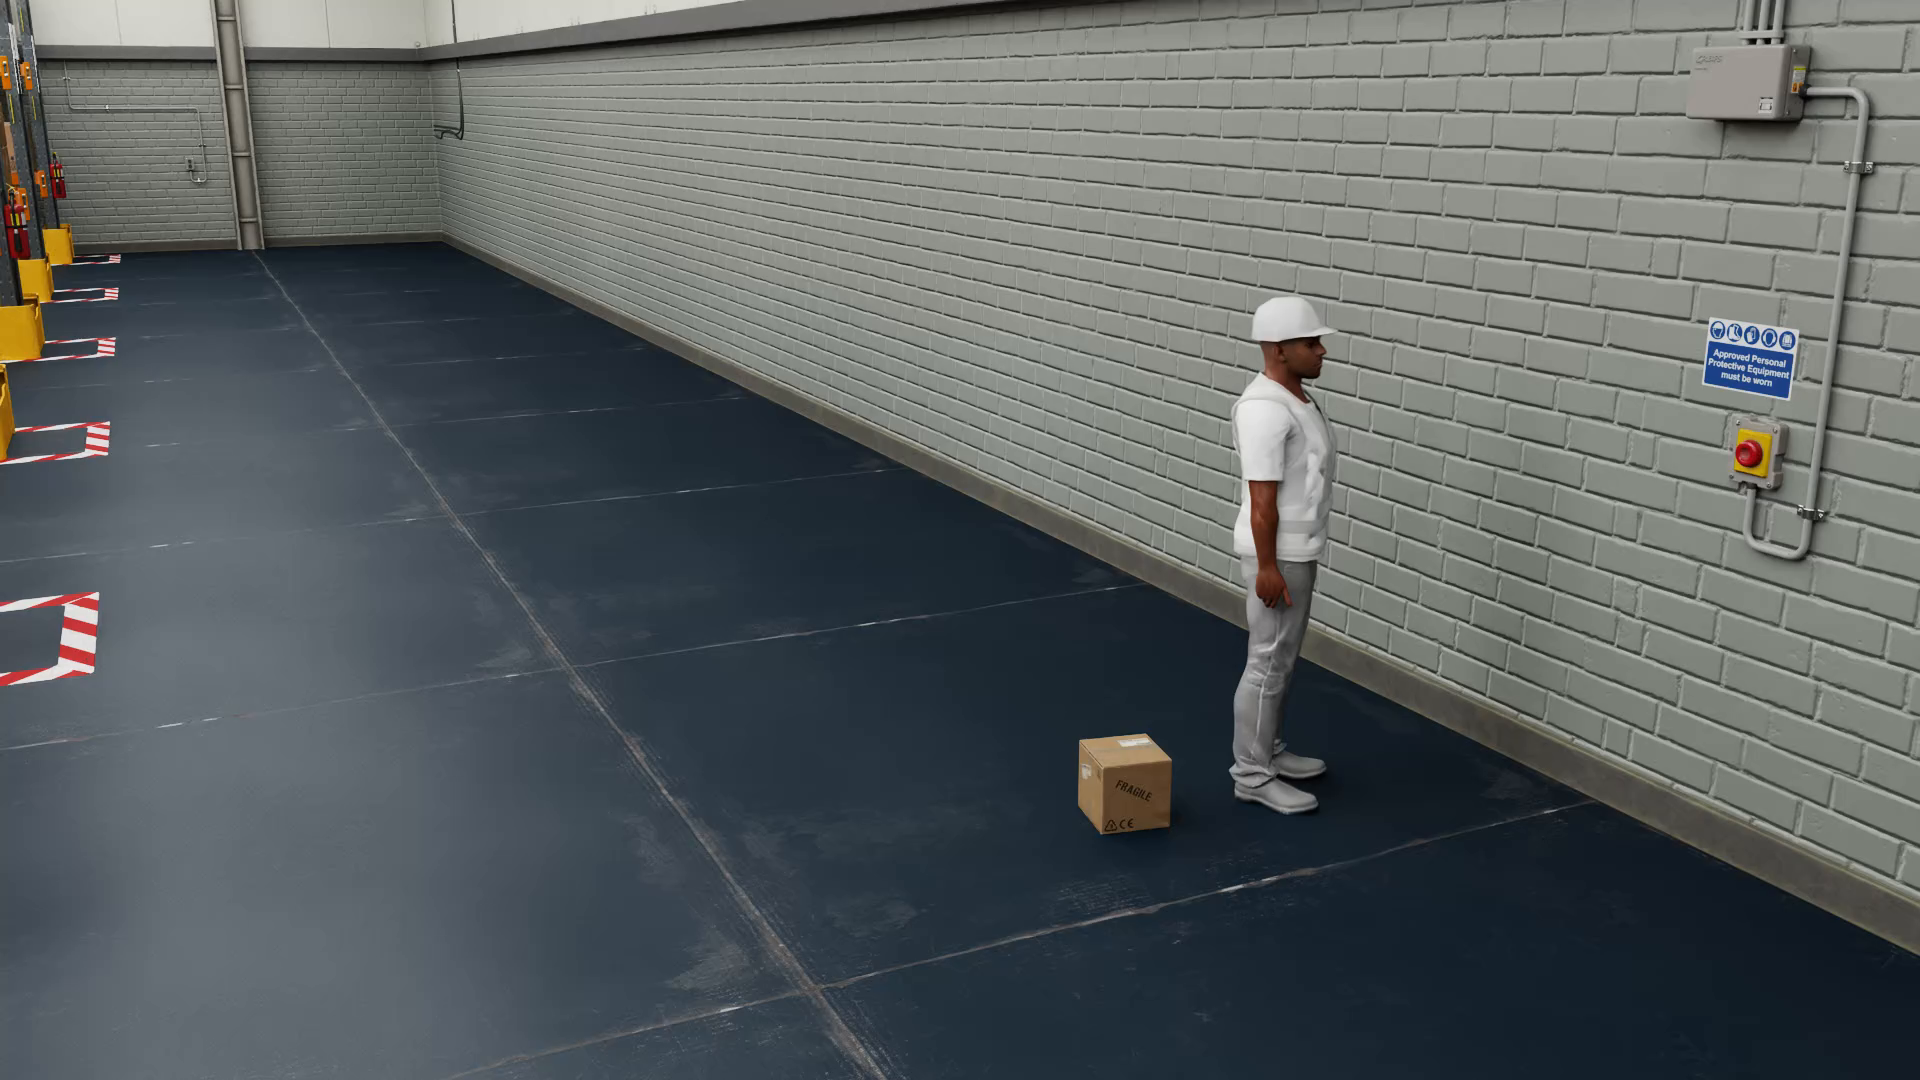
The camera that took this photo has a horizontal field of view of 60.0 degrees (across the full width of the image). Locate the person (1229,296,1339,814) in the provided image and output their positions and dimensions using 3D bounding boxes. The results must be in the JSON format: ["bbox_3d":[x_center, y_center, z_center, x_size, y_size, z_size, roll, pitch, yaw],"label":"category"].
[{"bbox_3d":[1.136,0.038,5.823,0.369,1.771,0.551,5,16,17],"label":"person"}]
